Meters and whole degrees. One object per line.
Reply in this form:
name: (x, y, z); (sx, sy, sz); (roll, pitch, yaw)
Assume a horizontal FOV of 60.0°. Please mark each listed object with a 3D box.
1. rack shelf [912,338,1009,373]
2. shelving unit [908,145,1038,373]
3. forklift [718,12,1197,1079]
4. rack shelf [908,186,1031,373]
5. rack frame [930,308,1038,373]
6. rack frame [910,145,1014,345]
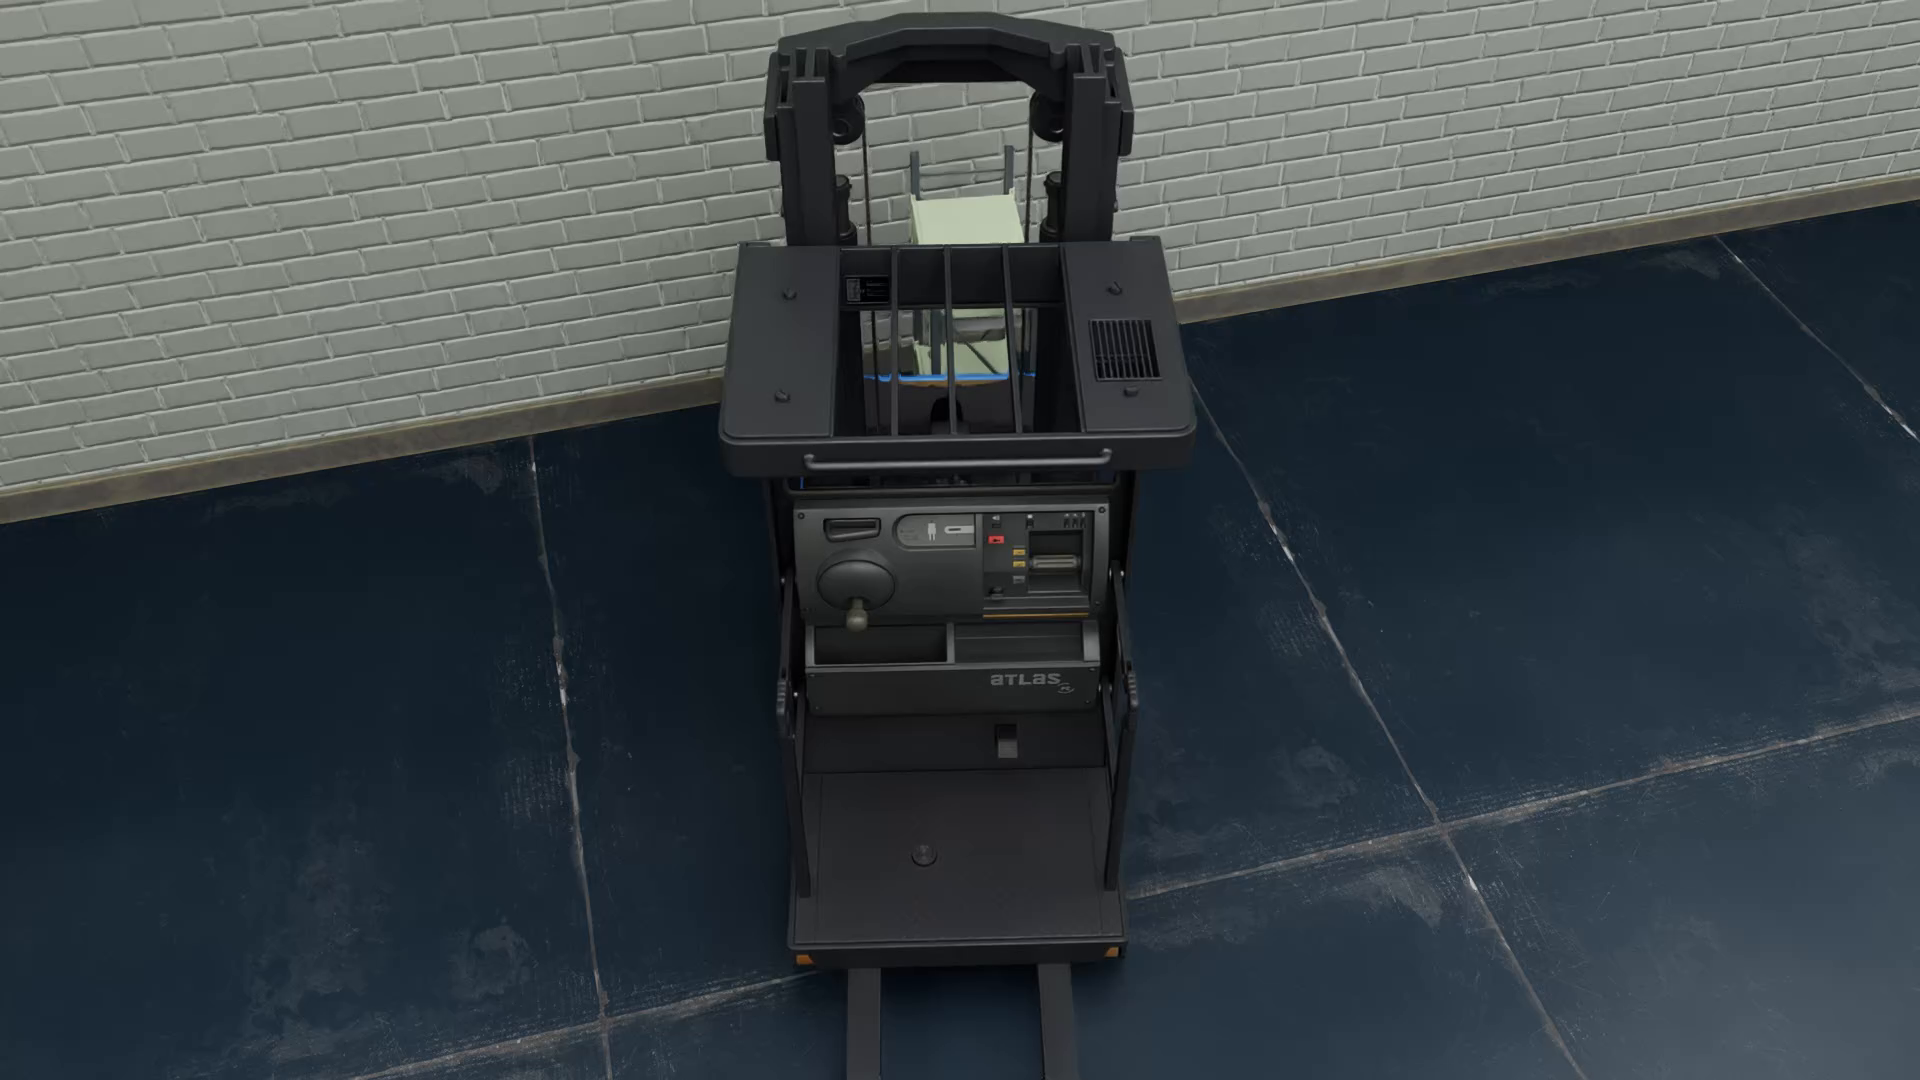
rack shelf: (0.050, -0.481, 6.878); (0.431, 0.370, 0.720); (-5, 46, -5)
shelving unit: (0.050, -0.709, 6.645); (0.431, 1.500, 0.755); (-5, 46, -5)
forklift: (-0.016, 0.163, 4.789); (1.130, 2.935, 3.031); (-1, 46, -1)
rack shelf: (0.050, -0.982, 6.367); (0.431, 0.370, 0.720); (-5, 46, -5)
rack frame: (0.093, -0.449, 6.391); (0.400, 1.500, 0.023); (-5, 46, -5)
rack frame: (0.008, -0.968, 6.900); (0.400, 1.500, 0.023); (-5, 46, -5)
